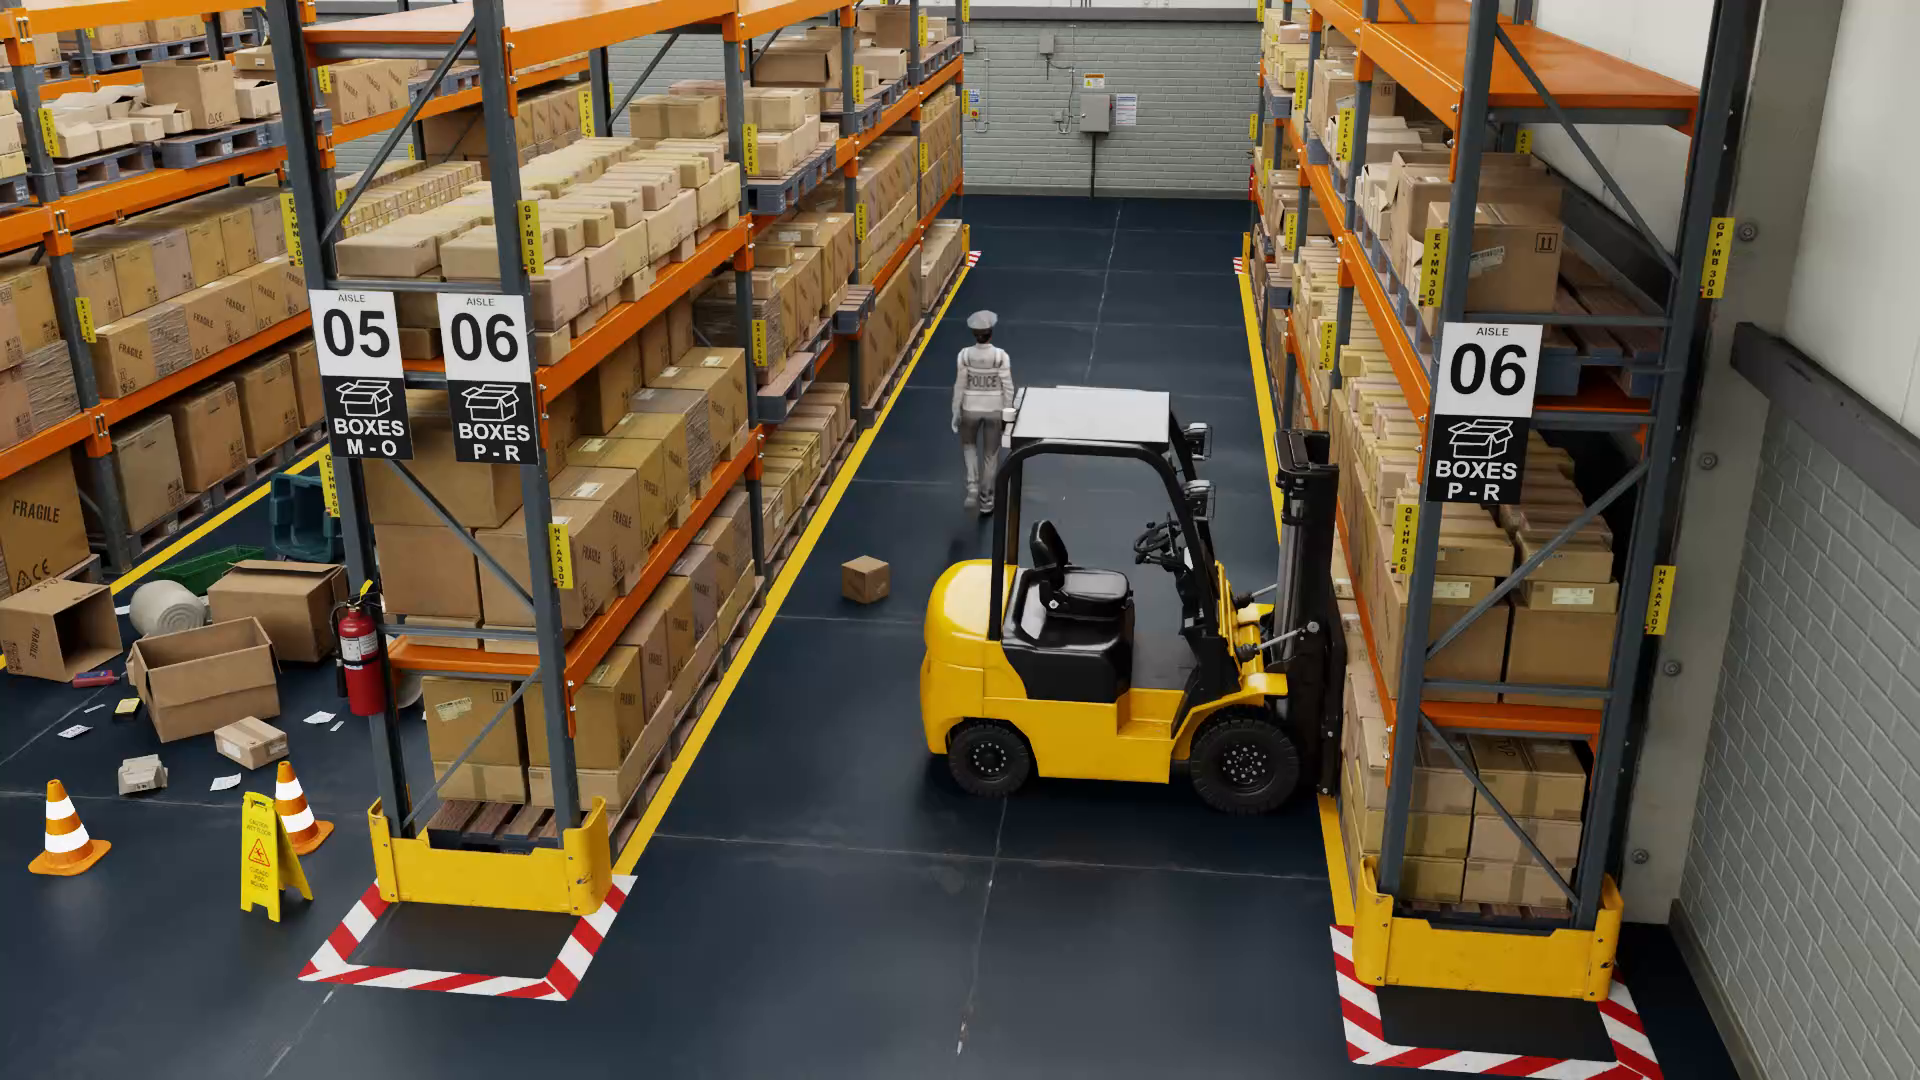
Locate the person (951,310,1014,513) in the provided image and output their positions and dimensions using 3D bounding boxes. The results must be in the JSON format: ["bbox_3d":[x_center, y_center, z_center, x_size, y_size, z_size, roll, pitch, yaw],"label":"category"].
[{"bbox_3d":[0.198,-1.051,13.712,0.516,1.706,0.430,3,22,8],"label":"person"}]
